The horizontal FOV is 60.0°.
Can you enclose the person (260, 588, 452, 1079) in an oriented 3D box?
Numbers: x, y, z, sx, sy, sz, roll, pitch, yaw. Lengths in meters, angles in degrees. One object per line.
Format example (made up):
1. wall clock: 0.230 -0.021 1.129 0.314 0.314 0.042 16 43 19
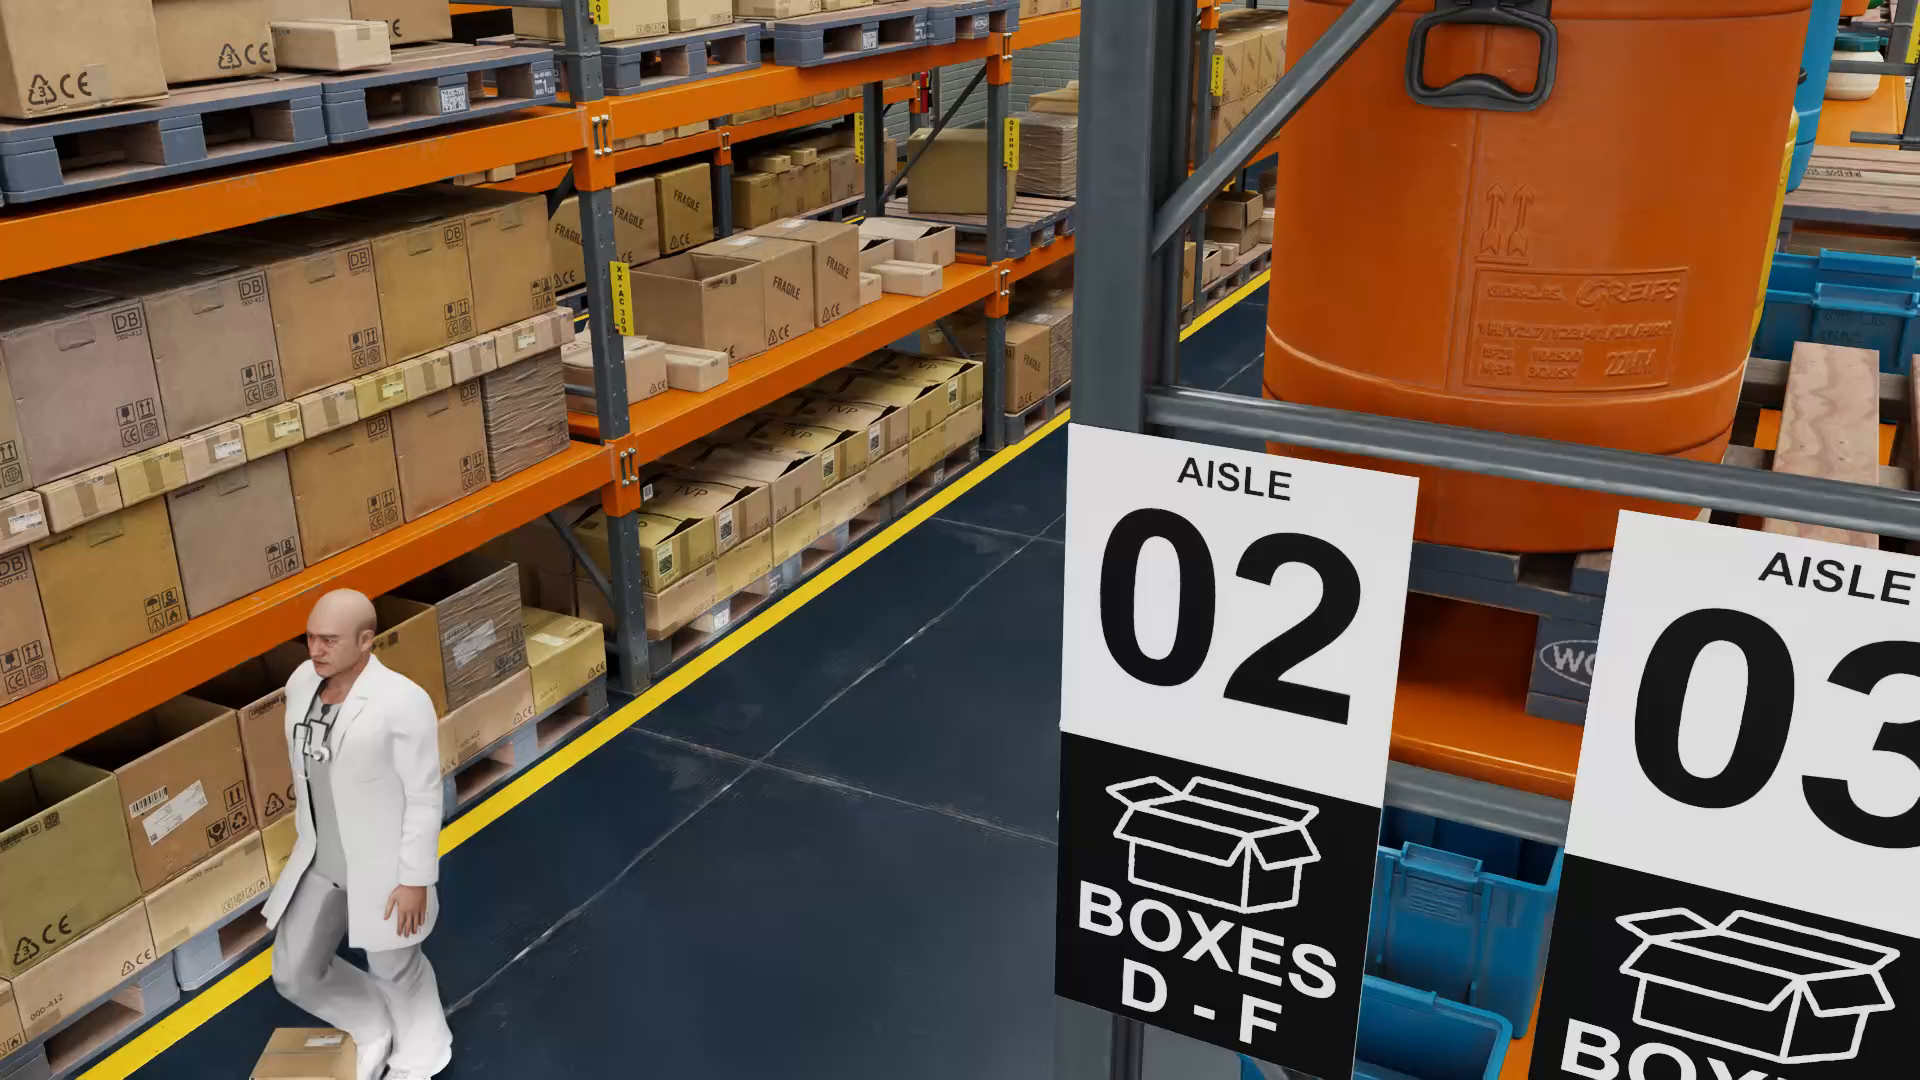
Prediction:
1. person: -1.861 1.013 5.124 0.627 1.804 0.482 9 24 20
